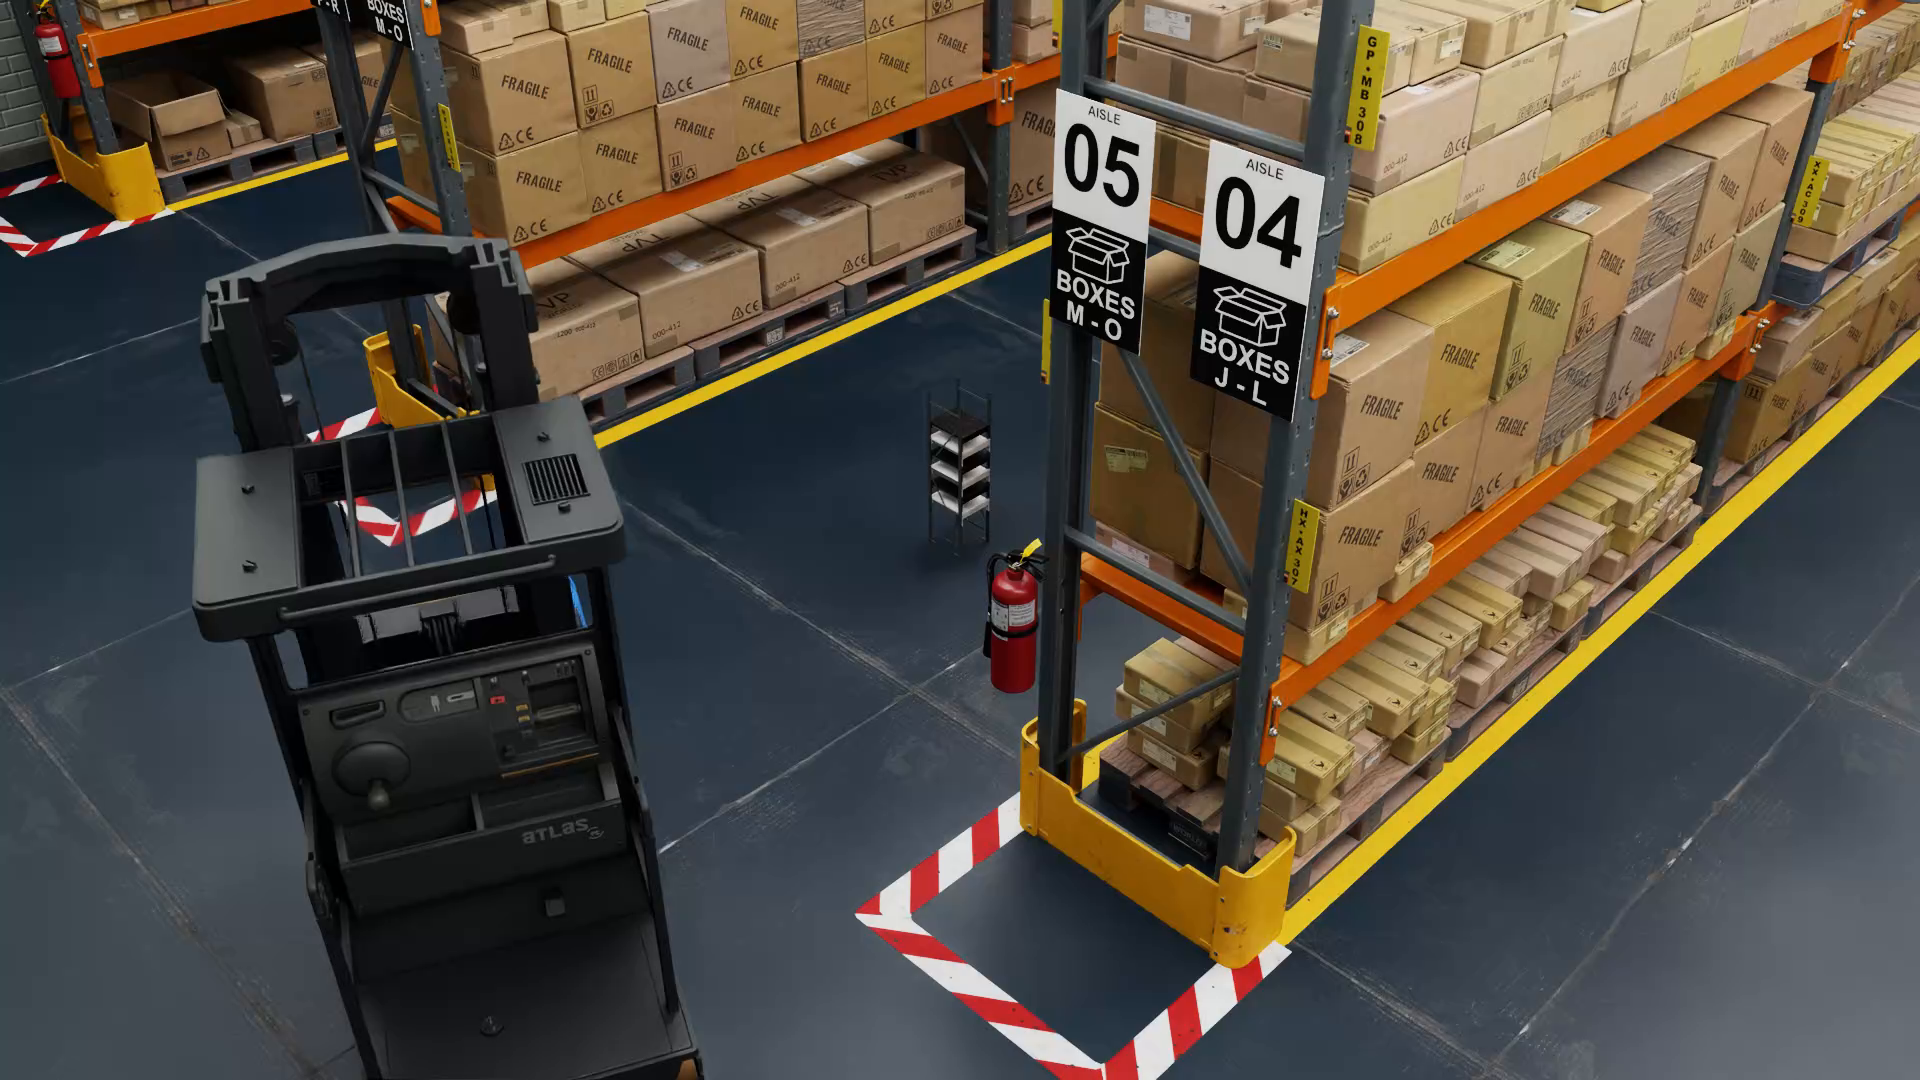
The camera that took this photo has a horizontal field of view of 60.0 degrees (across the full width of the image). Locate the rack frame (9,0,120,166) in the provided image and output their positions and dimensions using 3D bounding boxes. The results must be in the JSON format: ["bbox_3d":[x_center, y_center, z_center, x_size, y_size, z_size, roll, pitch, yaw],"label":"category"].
[{"bbox_3d":[-6.403,-3.796,11.561,1.000,3.000,0.127,30,45,35],"label":"rack frame"}]

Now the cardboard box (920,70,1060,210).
[{"bbox_3d":[0.320,-3.005,11.918,0.875,0.875,0.875,-28,44,-34],"label":"cardboard box"}]

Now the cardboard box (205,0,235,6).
[{"bbox_3d":[-5.449,-4.036,12.125,0.250,0.149,0.380,-28,44,-34],"label":"cardboard box"}]

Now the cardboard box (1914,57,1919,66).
[{"bbox_3d":[5.695,-2.950,10.201,0.250,0.149,0.380,-28,43,-34],"label":"cardboard box"}]

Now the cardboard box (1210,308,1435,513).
[{"bbox_3d":[1.210,-0.491,5.601,0.500,0.500,0.500,29,44,35],"label":"cardboard box"}]

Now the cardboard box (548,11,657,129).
[{"bbox_3d":[-1.979,-2.540,8.800,0.500,0.500,0.500,28,44,34],"label":"cardboard box"}]

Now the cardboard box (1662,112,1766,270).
[{"bbox_3d":[3.024,-1.528,7.087,0.500,0.500,0.500,28,44,34],"label":"cardboard box"}]

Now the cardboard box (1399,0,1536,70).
[{"bbox_3d":[1.531,-1.597,5.131,0.380,0.149,0.250,30,44,35],"label":"cardboard box"}]

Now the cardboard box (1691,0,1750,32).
[{"bbox_3d":[2.640,-2.130,6.245,0.500,0.250,0.500,-28,44,-34],"label":"cardboard box"}]

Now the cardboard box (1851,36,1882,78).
[{"bbox_3d":[4.954,-2.760,9.408,0.250,0.149,0.380,-28,44,-34],"label":"cardboard box"}]

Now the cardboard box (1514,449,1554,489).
[{"bbox_3d":[2.230,-0.393,6.901,0.250,0.149,0.380,-28,44,-34],"label":"cardboard box"}]

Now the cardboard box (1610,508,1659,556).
[{"bbox_3d":[3.170,-0.105,8.133,0.380,0.149,0.250,28,44,34],"label":"cardboard box"}]

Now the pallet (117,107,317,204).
[{"bbox_3d":[-5.789,-3.007,12.868,1.003,0.211,1.213,30,45,35],"label":"pallet"}]

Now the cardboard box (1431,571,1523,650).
[{"bbox_3d":[2.229,0.292,7.304,0.250,0.149,0.380,-29,44,-35],"label":"cardboard box"}]

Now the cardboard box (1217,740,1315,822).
[{"bbox_3d":[1.257,0.923,6.660,0.250,0.149,0.380,-28,44,-34],"label":"cardboard box"}]

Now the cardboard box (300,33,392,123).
[{"bbox_3d":[-4.832,-3.658,13.182,0.500,0.500,0.500,-29,44,-35],"label":"cardboard box"}]

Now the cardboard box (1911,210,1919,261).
[{"bbox_3d":[5.698,-1.952,10.080,0.500,0.250,0.500,-29,44,-35],"label":"cardboard box"}]

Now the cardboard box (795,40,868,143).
[{"bbox_3d":[-0.908,-2.749,9.973,0.500,0.500,0.500,29,44,35],"label":"cardboard box"}]

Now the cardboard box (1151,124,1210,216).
[{"bbox_3d":[0.838,-1.303,5.495,0.500,0.250,0.500,29,44,34],"label":"cardboard box"}]

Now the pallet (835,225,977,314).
[{"bbox_3d":[-0.651,-1.999,11.423,1.003,0.211,1.213,30,45,35],"label":"pallet"}]

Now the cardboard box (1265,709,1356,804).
[{"bbox_3d":[1.316,0.835,6.527,0.380,0.149,0.250,27,43,33],"label":"cardboard box"}]

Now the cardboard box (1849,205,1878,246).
[{"bbox_3d":[4.319,-1.625,8.301,0.250,0.149,0.380,-29,44,-35],"label":"cardboard box"}]

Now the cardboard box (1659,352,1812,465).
[{"bbox_3d":[4.233,-0.806,9.093,0.500,0.500,0.500,-28,44,-34],"label":"cardboard box"}]

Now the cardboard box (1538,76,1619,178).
[{"bbox_3d":[1.931,-1.517,5.803,0.500,0.250,0.500,28,44,34],"label":"cardboard box"}]

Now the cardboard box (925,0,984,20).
[{"bbox_3d":[-0.196,-3.569,10.274,0.500,0.500,0.500,29,44,35],"label":"cardboard box"}]

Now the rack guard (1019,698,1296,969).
[{"bbox_3d":[0.759,1.152,6.652,1.175,0.500,0.348,30,45,35],"label":"rack guard"}]

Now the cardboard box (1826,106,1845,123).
[{"bbox_3d":[4.767,-2.415,9.434,0.380,0.149,0.250,28,44,34],"label":"cardboard box"}]

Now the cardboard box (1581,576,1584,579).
[{"bbox_3d":[2.835,0.090,8.114,0.380,0.149,0.250,28,44,34],"label":"cardboard box"}]

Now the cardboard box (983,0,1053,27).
[{"bbox_3d":[0.450,-3.629,11.016,0.500,0.250,0.500,28,44,34],"label":"cardboard box"}]

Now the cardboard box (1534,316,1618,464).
[{"bbox_3d":[2.286,-0.707,6.785,0.500,0.500,0.500,28,44,34],"label":"cardboard box"}]

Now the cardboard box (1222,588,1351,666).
[{"bbox_3d":[1.167,0.261,5.964,0.380,0.149,0.250,29,44,35],"label":"cardboard box"}]

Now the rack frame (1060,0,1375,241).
[{"bbox_3d":[0.706,-2.303,4.177,1.000,3.000,0.127,30,45,35],"label":"rack frame"}]

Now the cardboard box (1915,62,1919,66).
[{"bbox_3d":[5.410,-2.496,9.029,0.250,0.149,0.380,-28,43,-34],"label":"cardboard box"}]

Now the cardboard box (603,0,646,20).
[{"bbox_3d":[-1.860,-2.855,8.683,0.380,0.149,0.250,28,44,34],"label":"cardboard box"}]

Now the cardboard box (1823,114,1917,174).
[{"bbox_3d":[4.503,-1.973,8.280,0.250,0.149,0.380,-30,44,-35],"label":"cardboard box"}]

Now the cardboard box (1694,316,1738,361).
[{"bbox_3d":[3.385,-1.005,7.779,0.380,0.149,0.250,28,44,34],"label":"cardboard box"}]

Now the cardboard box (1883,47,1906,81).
[{"bbox_3d":[5.306,-2.843,9.787,0.250,0.149,0.380,-30,45,-35],"label":"cardboard box"}]

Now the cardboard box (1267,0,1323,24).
[{"bbox_3d":[0.959,-1.703,5.283,0.250,0.149,0.380,-29,44,-35],"label":"cardboard box"}]

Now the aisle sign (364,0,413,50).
[{"bbox_3d":[-2.723,-2.717,7.742,0.394,0.787,0.004,30,45,35],"label":"aisle sign"}]

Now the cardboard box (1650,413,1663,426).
[{"bbox_3d":[3.867,-1.015,9.392,0.500,0.500,0.500,29,44,35],"label":"cardboard box"}]

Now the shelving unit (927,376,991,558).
[{"bbox_3d":[-0.006,-0.366,8.479,0.258,0.900,0.210,30,45,35],"label":"shelving unit"}]

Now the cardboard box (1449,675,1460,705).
[{"bbox_3d":[1.968,0.626,7.345,0.380,0.149,0.250,30,45,35],"label":"cardboard box"}]

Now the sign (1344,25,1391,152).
[{"bbox_3d":[1.091,-1.213,4.471,0.100,0.325,0.005,30,45,35],"label":"sign"}]

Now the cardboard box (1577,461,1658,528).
[{"bbox_3d":[3.136,-0.240,8.068,0.380,0.149,0.250,29,44,35],"label":"cardboard box"}]

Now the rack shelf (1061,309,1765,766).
[{"bbox_3d":[2.115,-0.359,7.263,1.077,0.370,4.000,30,45,35],"label":"rack shelf"}]

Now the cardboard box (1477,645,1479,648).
[{"bbox_3d":[2.139,0.367,7.458,0.250,0.149,0.380,-27,43,-33],"label":"cardboard box"}]

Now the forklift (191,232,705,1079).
[{"bbox_3d":[-1.555,0.668,5.220,1.130,2.935,3.031,-12,37,-16],"label":"forklift"}]

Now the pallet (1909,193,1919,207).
[{"bbox_3d":[4.977,-2.191,9.428,1.003,0.211,1.213,30,45,35],"label":"pallet"}]

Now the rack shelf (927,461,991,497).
[{"bbox_3d":[-0.006,-0.338,8.498,0.258,0.077,0.200,30,45,35],"label":"rack shelf"}]

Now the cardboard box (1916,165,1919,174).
[{"bbox_3d":[4.862,-2.059,8.664,0.250,0.149,0.380,-28,44,-34],"label":"cardboard box"}]
